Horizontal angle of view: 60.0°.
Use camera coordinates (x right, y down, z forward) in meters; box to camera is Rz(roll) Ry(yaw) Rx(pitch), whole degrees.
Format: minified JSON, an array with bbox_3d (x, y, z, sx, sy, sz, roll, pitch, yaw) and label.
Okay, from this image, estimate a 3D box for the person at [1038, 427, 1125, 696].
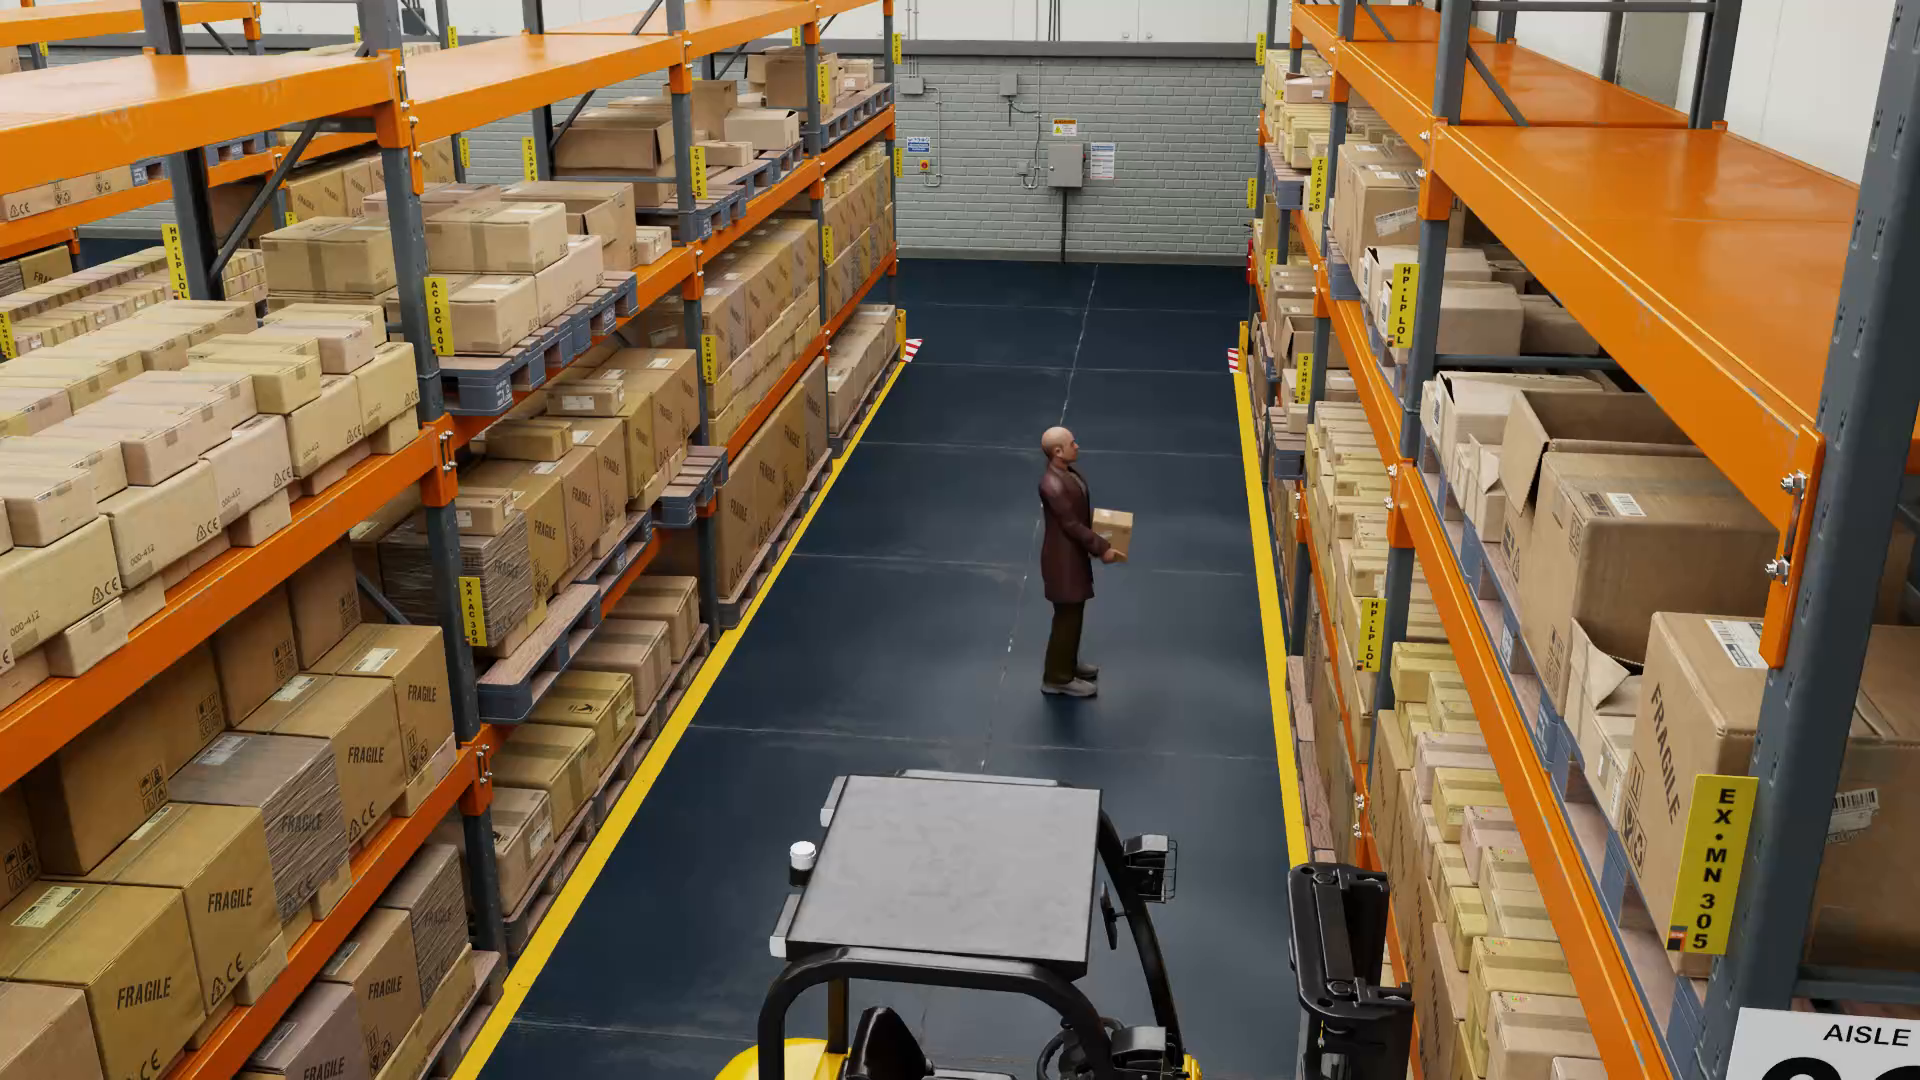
[{"bbox_3d":[0.788,0.130,10.769,0.562,1.769,0.530,2,21,6],"label":"person"}]
